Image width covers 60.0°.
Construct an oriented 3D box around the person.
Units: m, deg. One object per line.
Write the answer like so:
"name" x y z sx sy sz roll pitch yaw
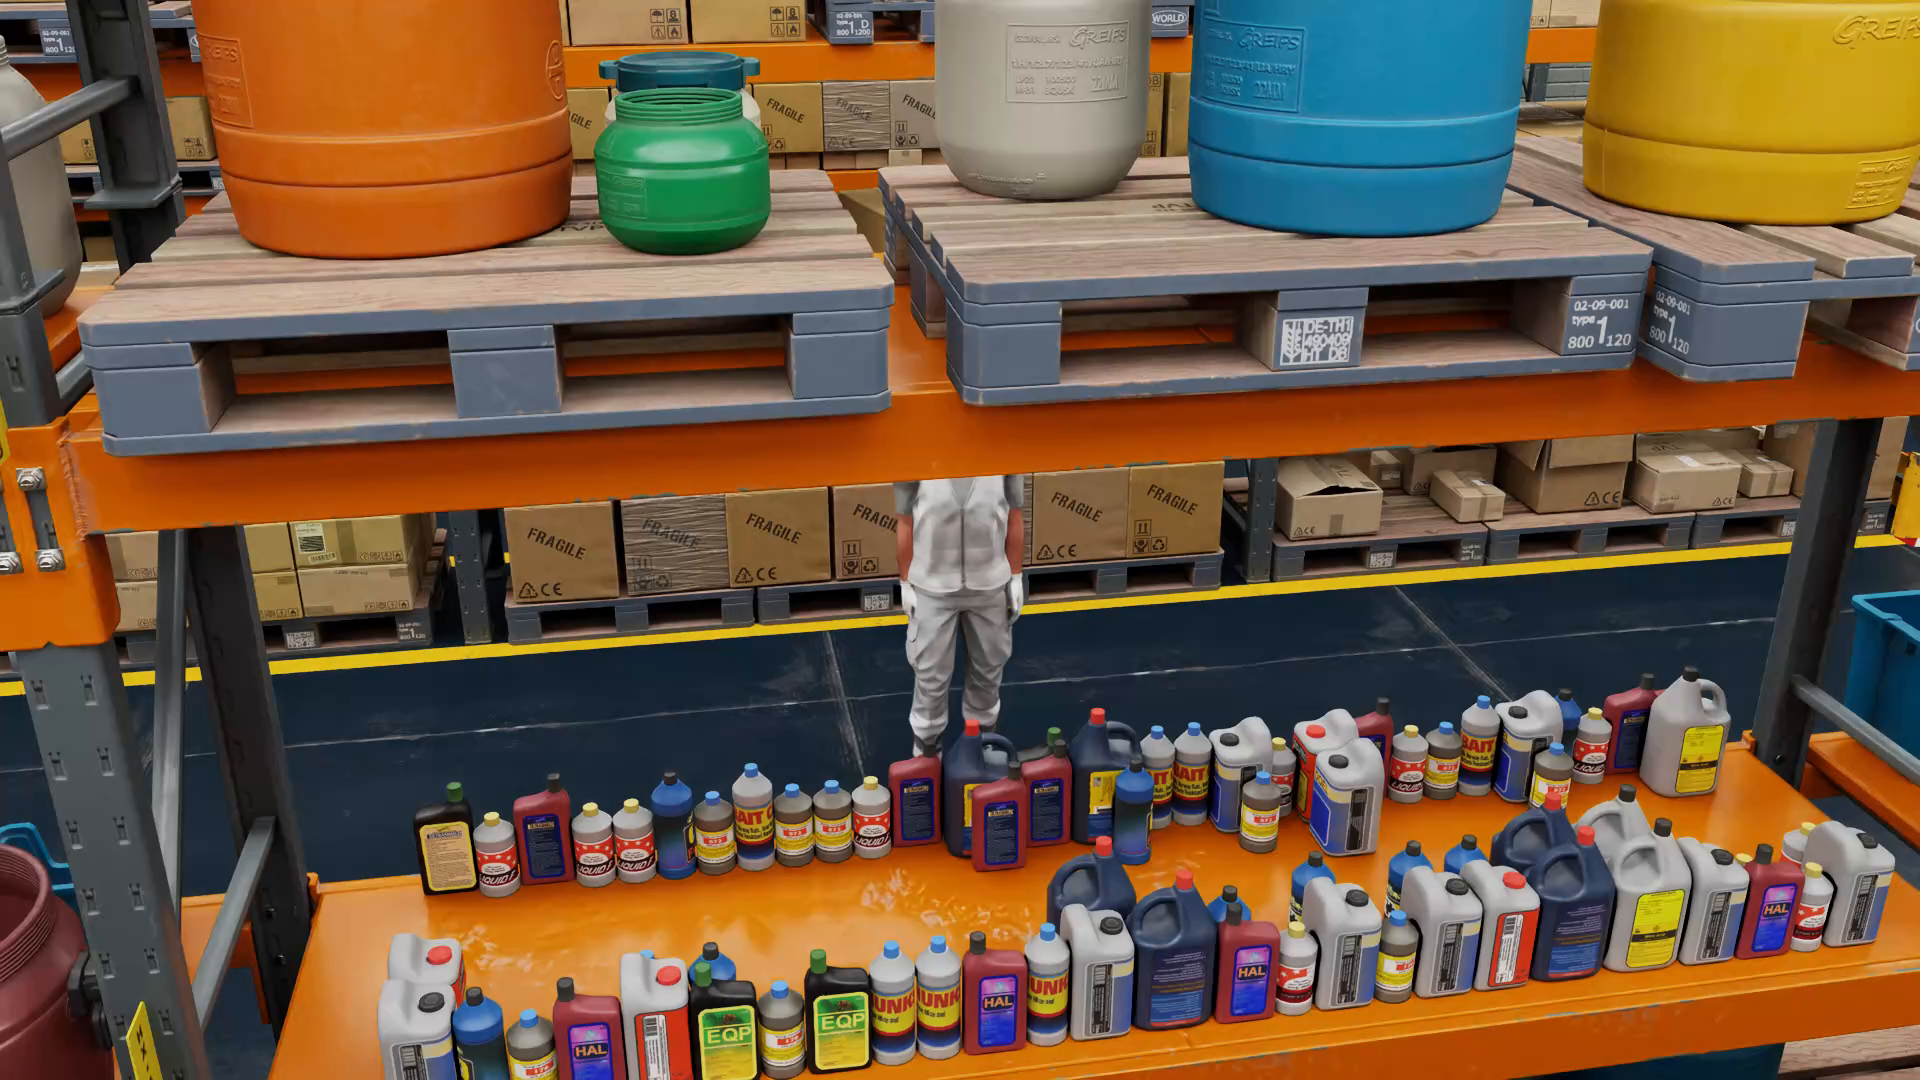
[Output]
"person" 0.008 0.195 6.618 0.522 1.790 0.378 -4 23 -9
